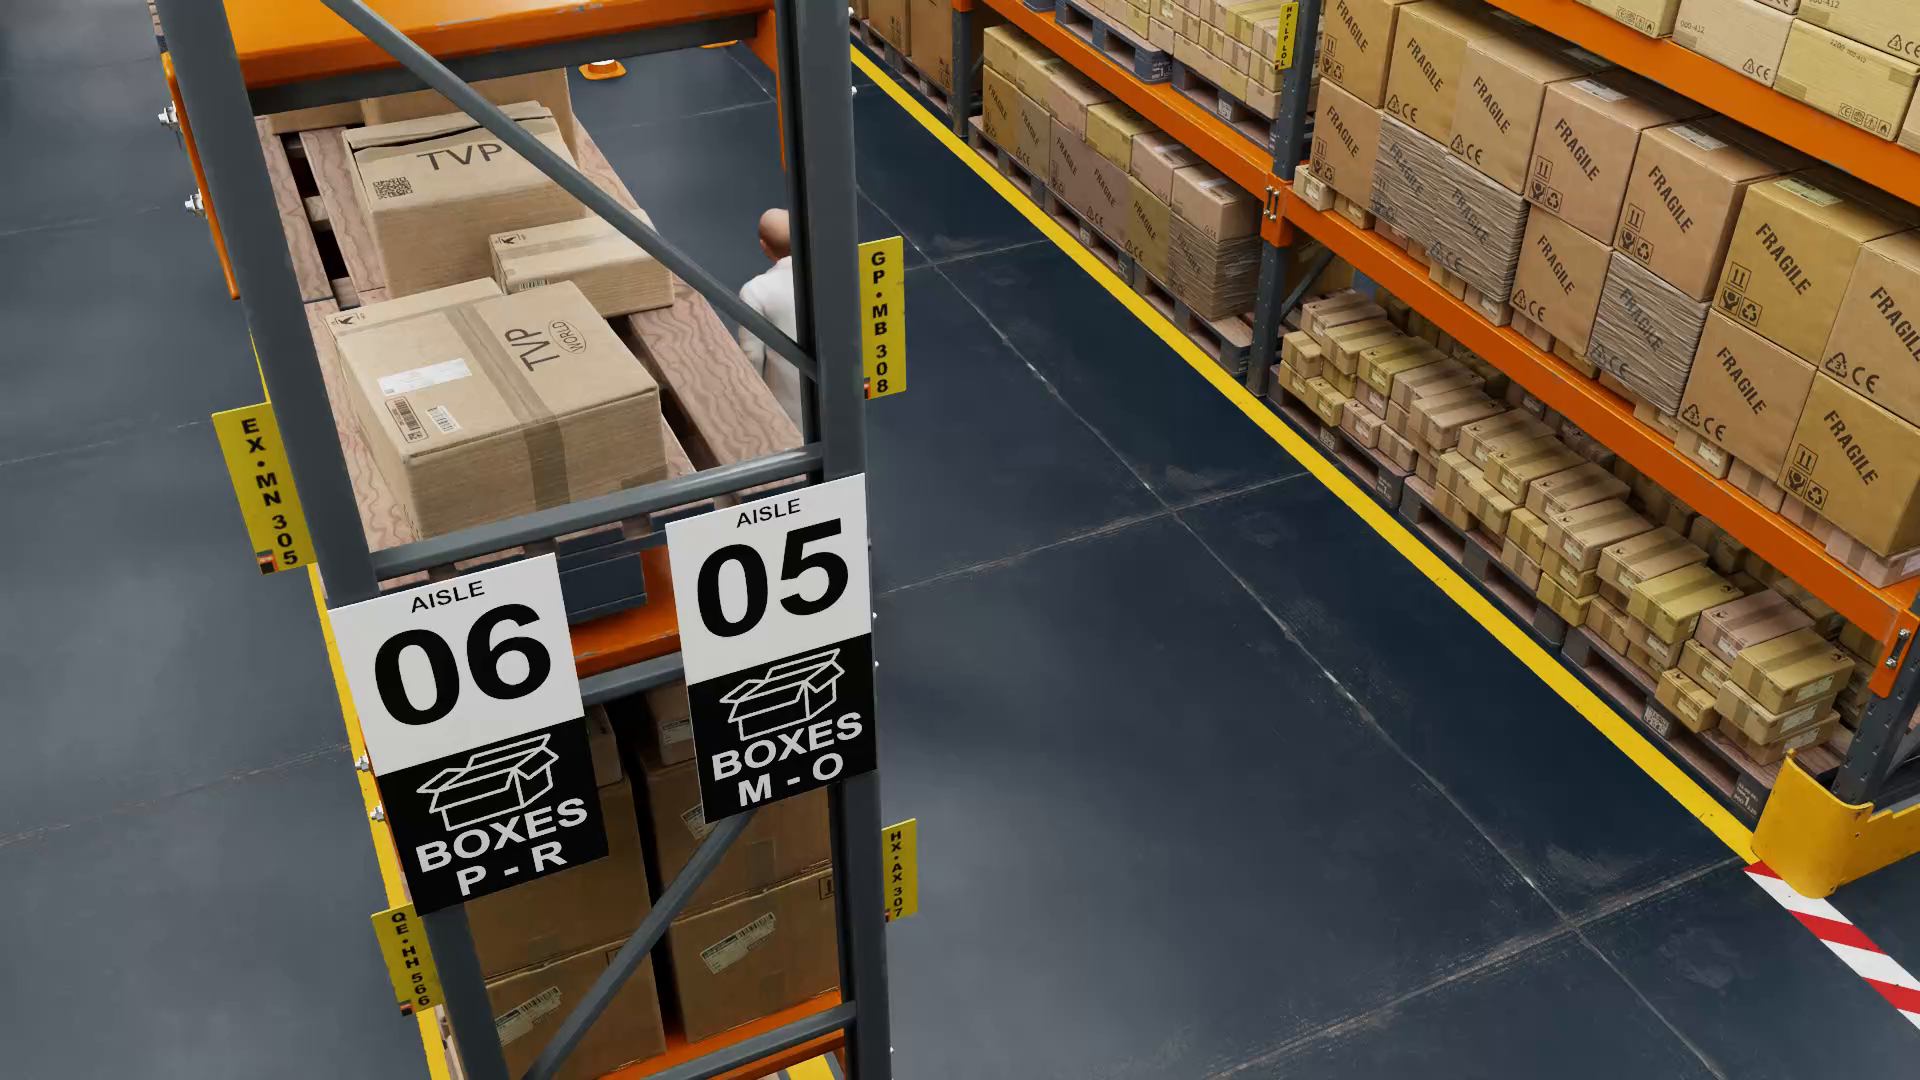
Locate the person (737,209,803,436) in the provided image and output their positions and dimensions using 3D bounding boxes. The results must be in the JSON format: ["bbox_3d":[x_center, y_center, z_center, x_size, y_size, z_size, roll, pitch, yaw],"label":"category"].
[{"bbox_3d":[-0.763,-0.724,7.840,0.646,1.772,0.429,-18,40,-22],"label":"person"}]
